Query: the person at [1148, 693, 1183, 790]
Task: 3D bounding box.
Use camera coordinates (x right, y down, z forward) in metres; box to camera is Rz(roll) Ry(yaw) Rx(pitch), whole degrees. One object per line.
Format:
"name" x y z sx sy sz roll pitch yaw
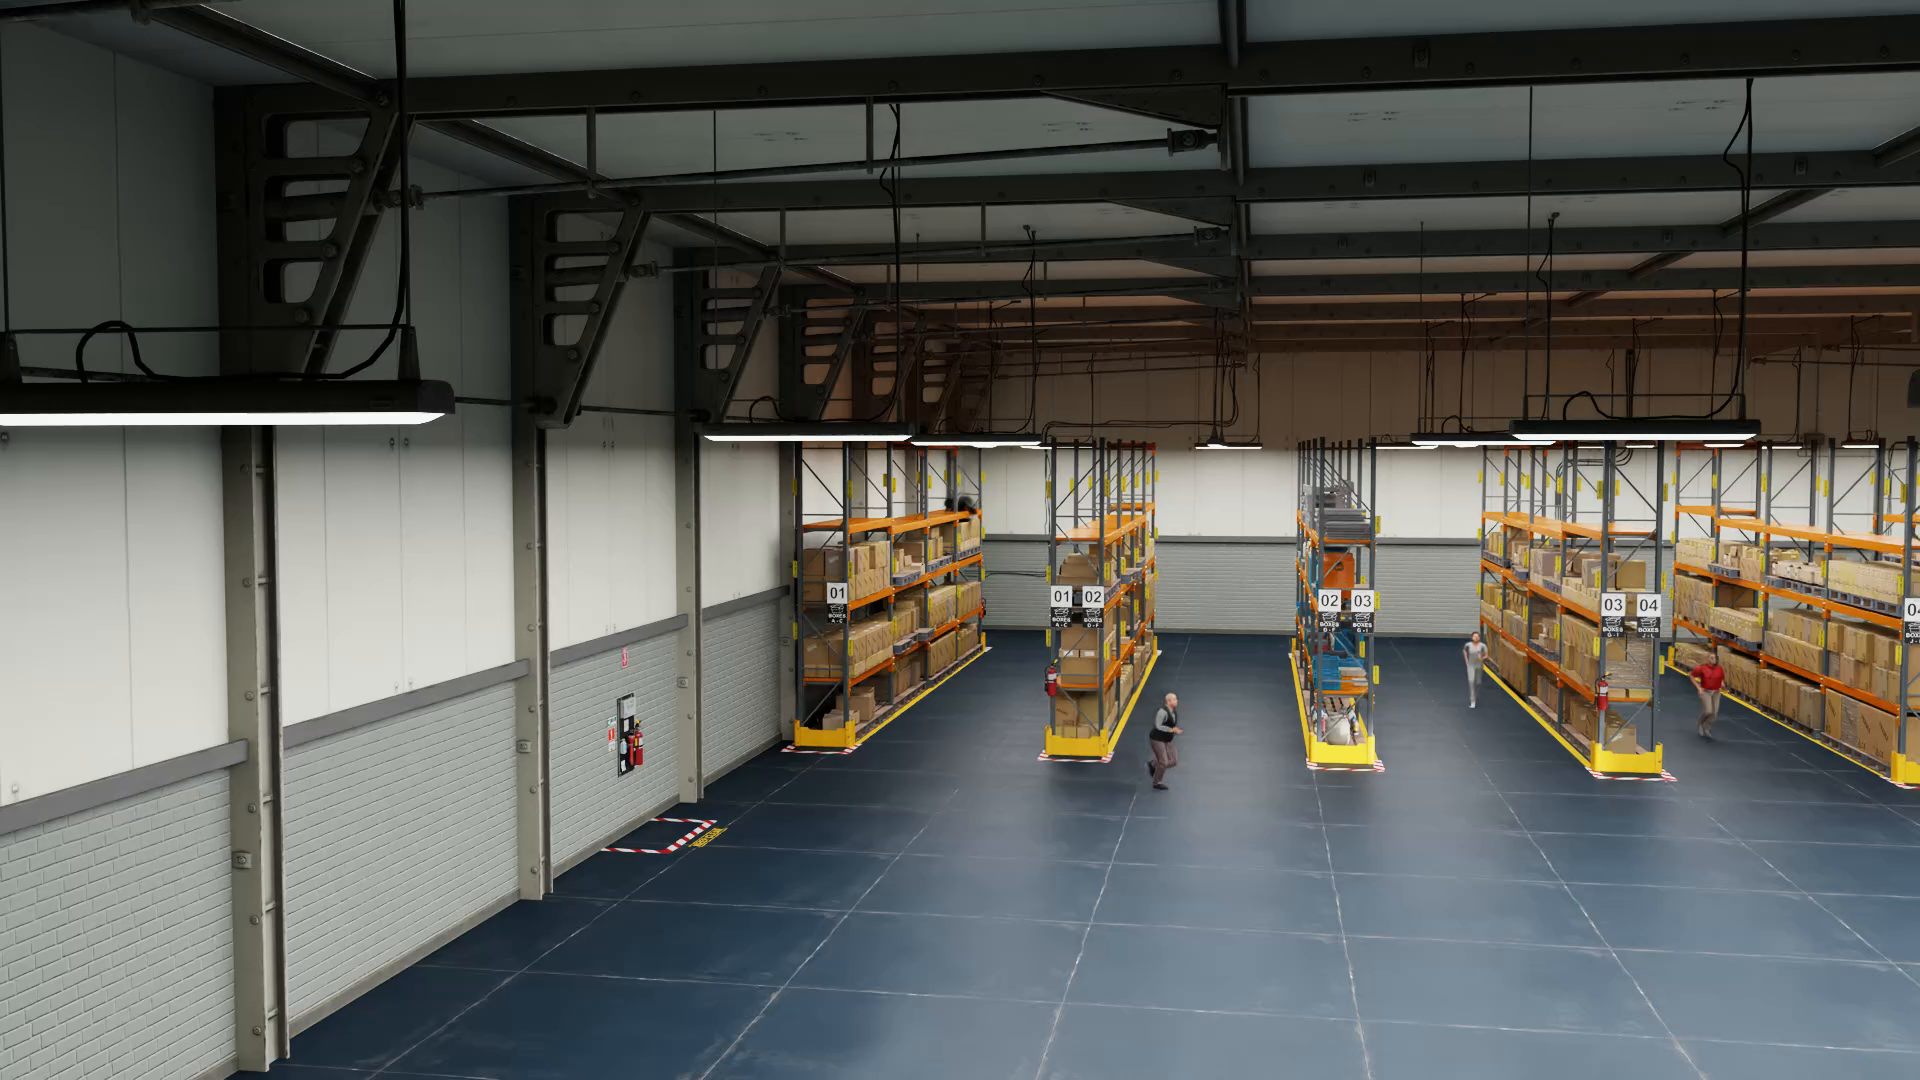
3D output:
"person" 3.479 3.411 28.150 0.721 1.657 0.642 3 4 40

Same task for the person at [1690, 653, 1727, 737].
"person" 15.029 3.109 33.275 0.634 1.689 0.617 0 3 -4

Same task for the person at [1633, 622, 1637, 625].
"person" 17.406 2.637 42.471 0.624 1.707 0.913 1 3 17

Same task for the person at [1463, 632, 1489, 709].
"person" 11.672 2.904 37.599 0.533 1.688 1.103 1 3 10

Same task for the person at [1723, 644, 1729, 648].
"person" 21.183 2.443 45.472 0.943 1.805 0.729 0 3 3
